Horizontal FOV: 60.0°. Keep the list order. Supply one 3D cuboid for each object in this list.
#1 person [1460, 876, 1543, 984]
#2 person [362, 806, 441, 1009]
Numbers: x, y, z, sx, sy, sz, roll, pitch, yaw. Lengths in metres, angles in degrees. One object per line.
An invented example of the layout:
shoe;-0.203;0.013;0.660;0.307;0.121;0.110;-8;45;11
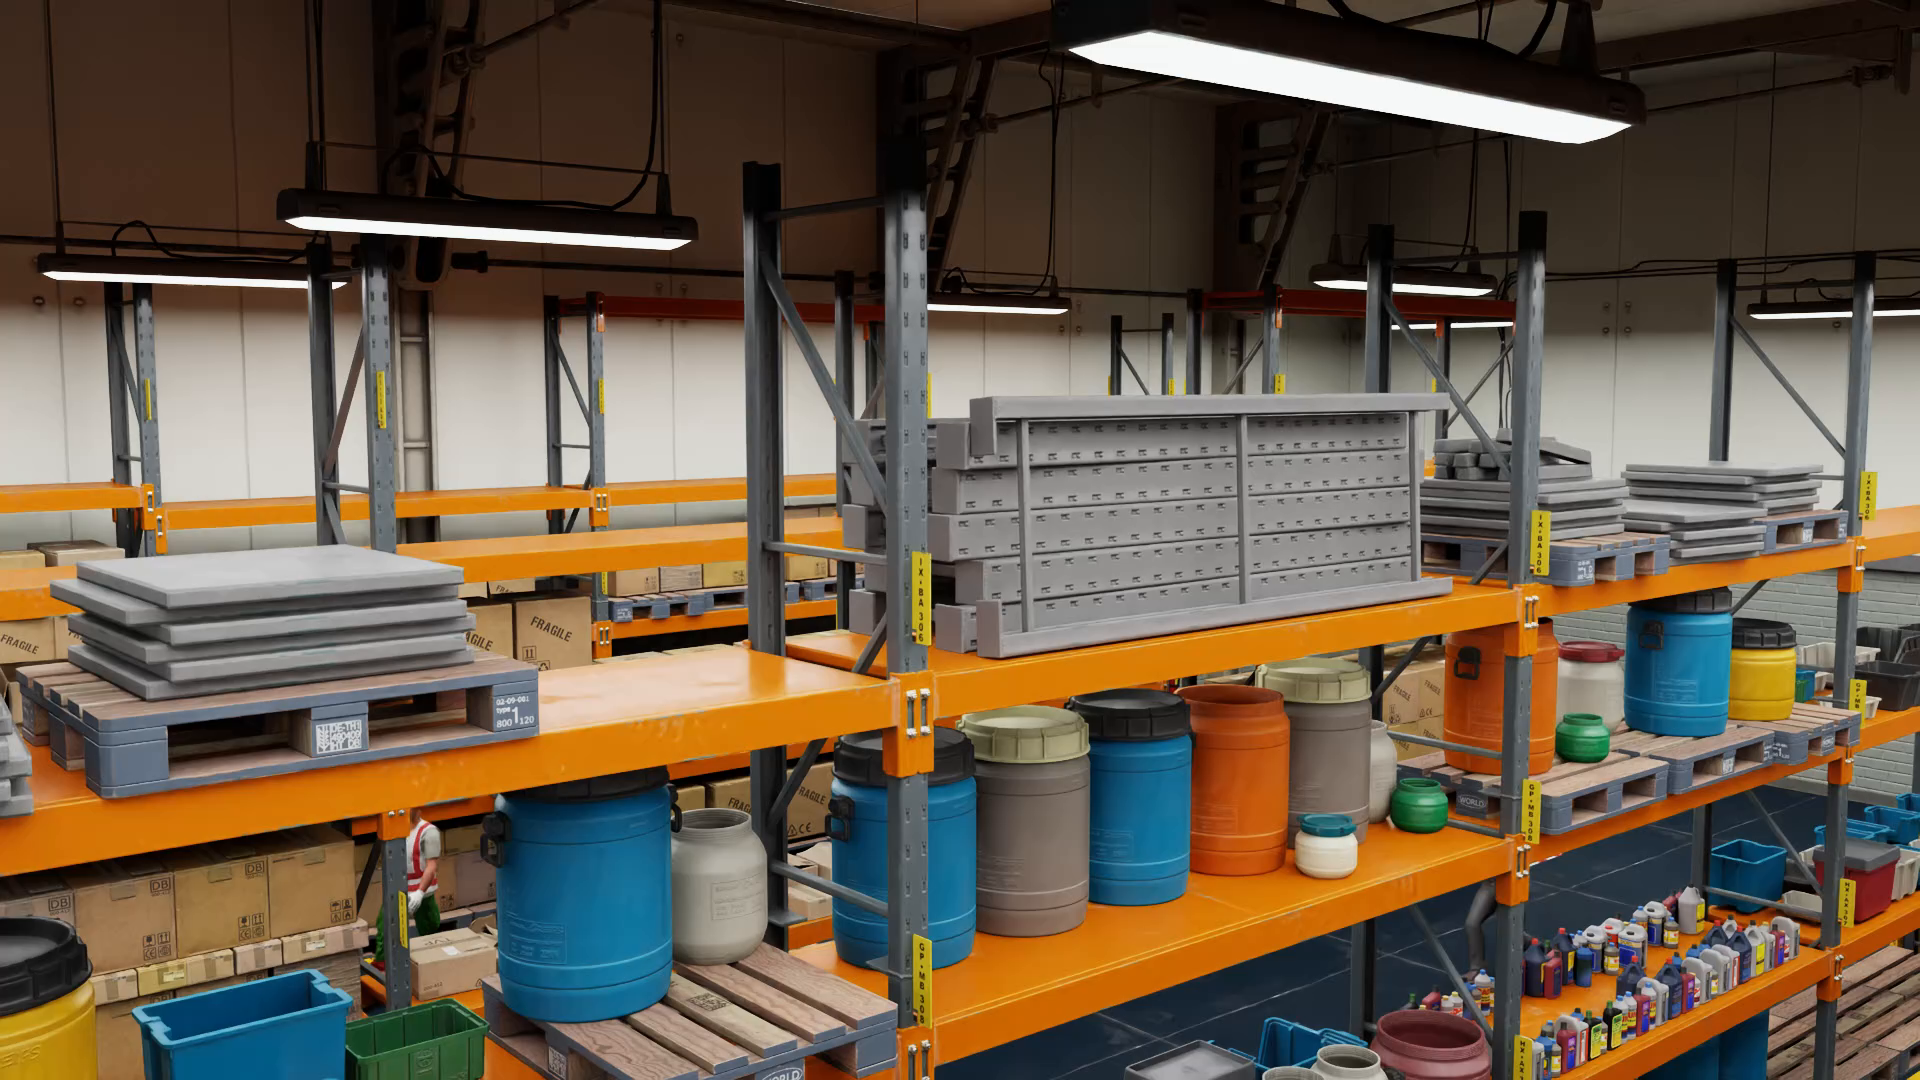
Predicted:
person;4.668;3.009;14.359;0.960;1.531;0.434;-4;7;-33
person;-4.607;2.945;13.776;0.565;1.750;0.910;2;6;17
